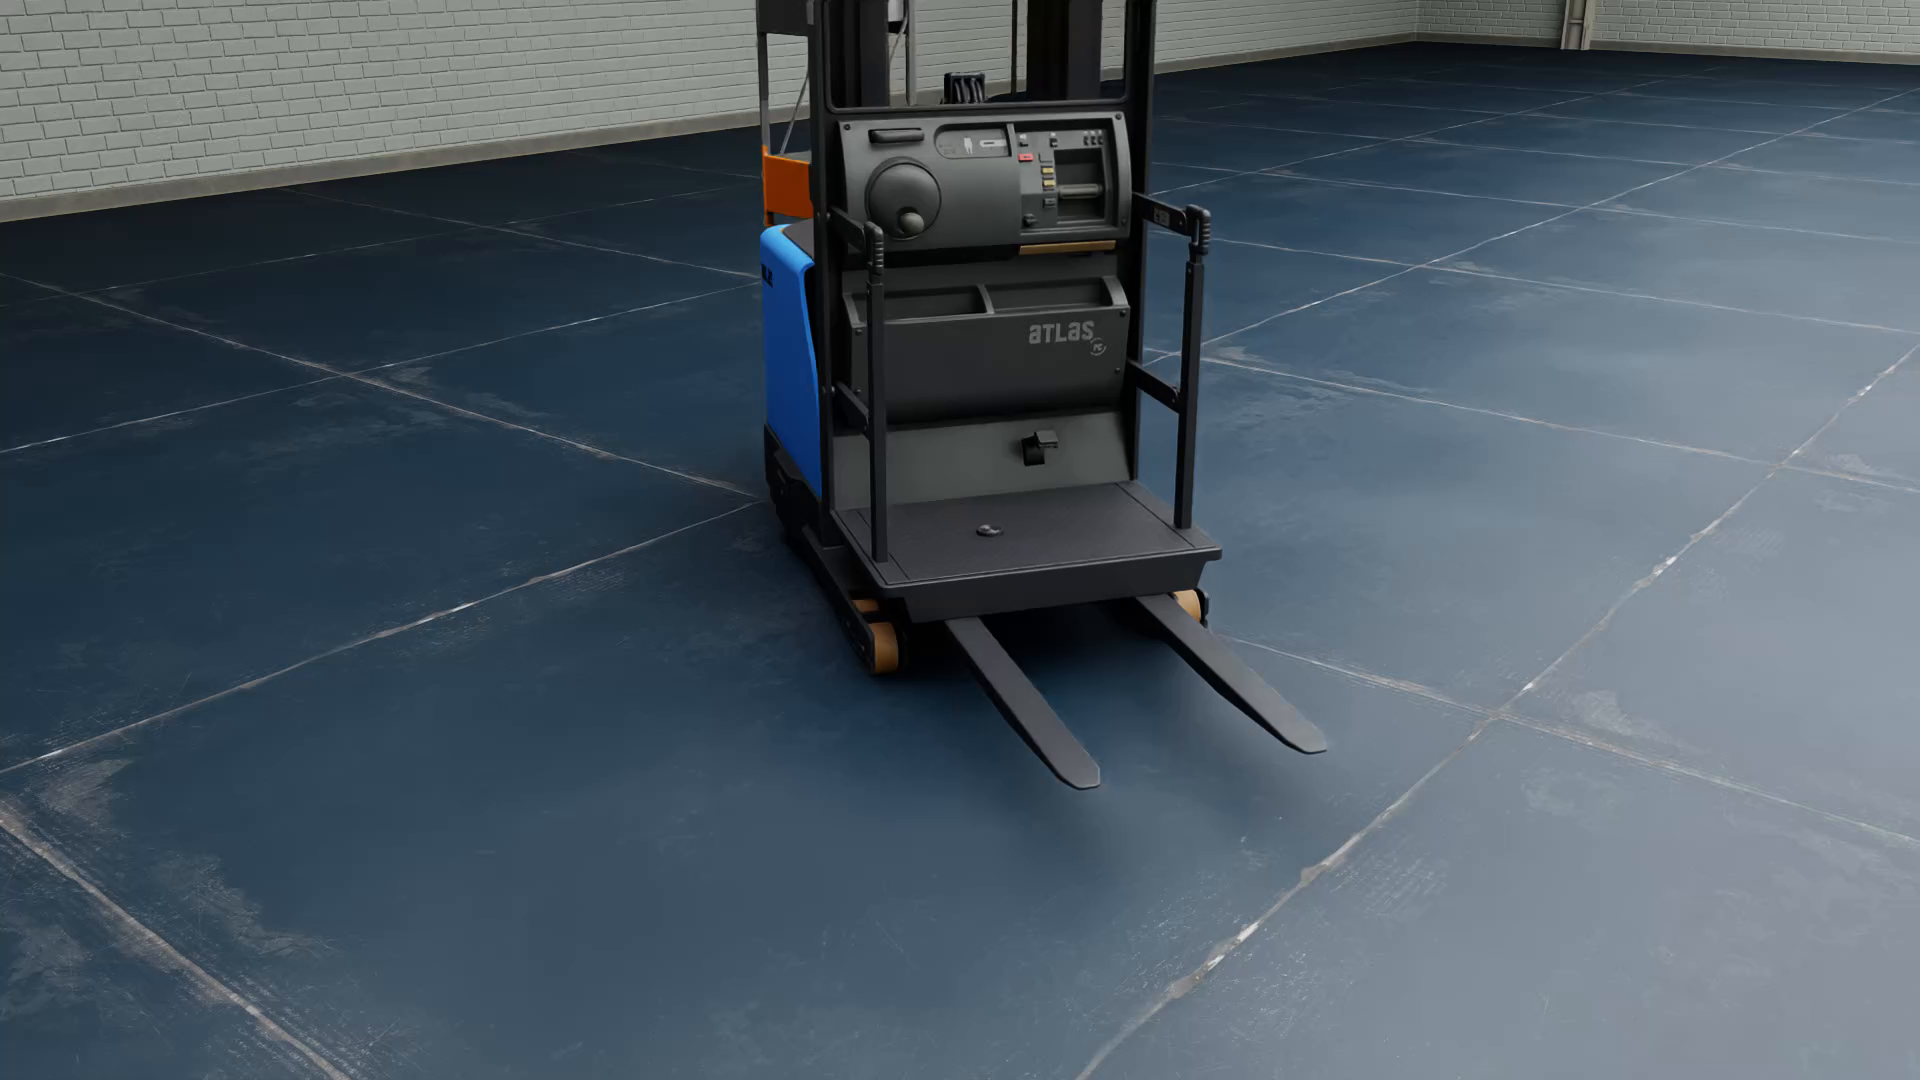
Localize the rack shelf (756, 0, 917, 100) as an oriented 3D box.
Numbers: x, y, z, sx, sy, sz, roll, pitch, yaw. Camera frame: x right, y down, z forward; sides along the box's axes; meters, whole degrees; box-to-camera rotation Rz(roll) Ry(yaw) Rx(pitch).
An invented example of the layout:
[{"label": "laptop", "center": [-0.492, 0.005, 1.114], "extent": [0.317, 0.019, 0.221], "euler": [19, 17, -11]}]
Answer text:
[{"label": "rack shelf", "center": [-0.488, -1.982, 6.504], "extent": [0.431, 0.518, 0.480], "euler": [-17, 26, -38]}]

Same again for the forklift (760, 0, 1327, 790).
[{"label": "forklift", "center": [0.152, -1.115, 4.972], "extent": [1.130, 2.935, 3.031], "euler": [-6, 22, -16]}]

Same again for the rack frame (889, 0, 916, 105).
[{"label": "rack frame", "center": [-0.328, -1.275, 6.573], "extent": [0.400, 2.100, 0.015], "euler": [-17, 26, -38]}]

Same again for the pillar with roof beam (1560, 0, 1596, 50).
[{"label": "pillar with roof beam", "center": [7.781, -11.417, 23.691], "extent": [0.400, 9.000, 9.100], "euler": [16, 26, 36]}]

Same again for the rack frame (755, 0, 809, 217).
[{"label": "rack frame", "center": [-0.647, -1.405, 6.919], "extent": [0.400, 2.100, 0.015], "euler": [-17, 26, -38]}]

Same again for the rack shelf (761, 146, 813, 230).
[{"label": "rack shelf", "center": [-0.488, -1.327, 6.751], "extent": [0.431, 0.518, 0.480], "euler": [-17, 26, -38]}]

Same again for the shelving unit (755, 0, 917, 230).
[{"label": "shelving unit", "center": [-0.488, -1.340, 6.746], "extent": [0.431, 2.100, 0.503], "euler": [-17, 26, -38]}]
